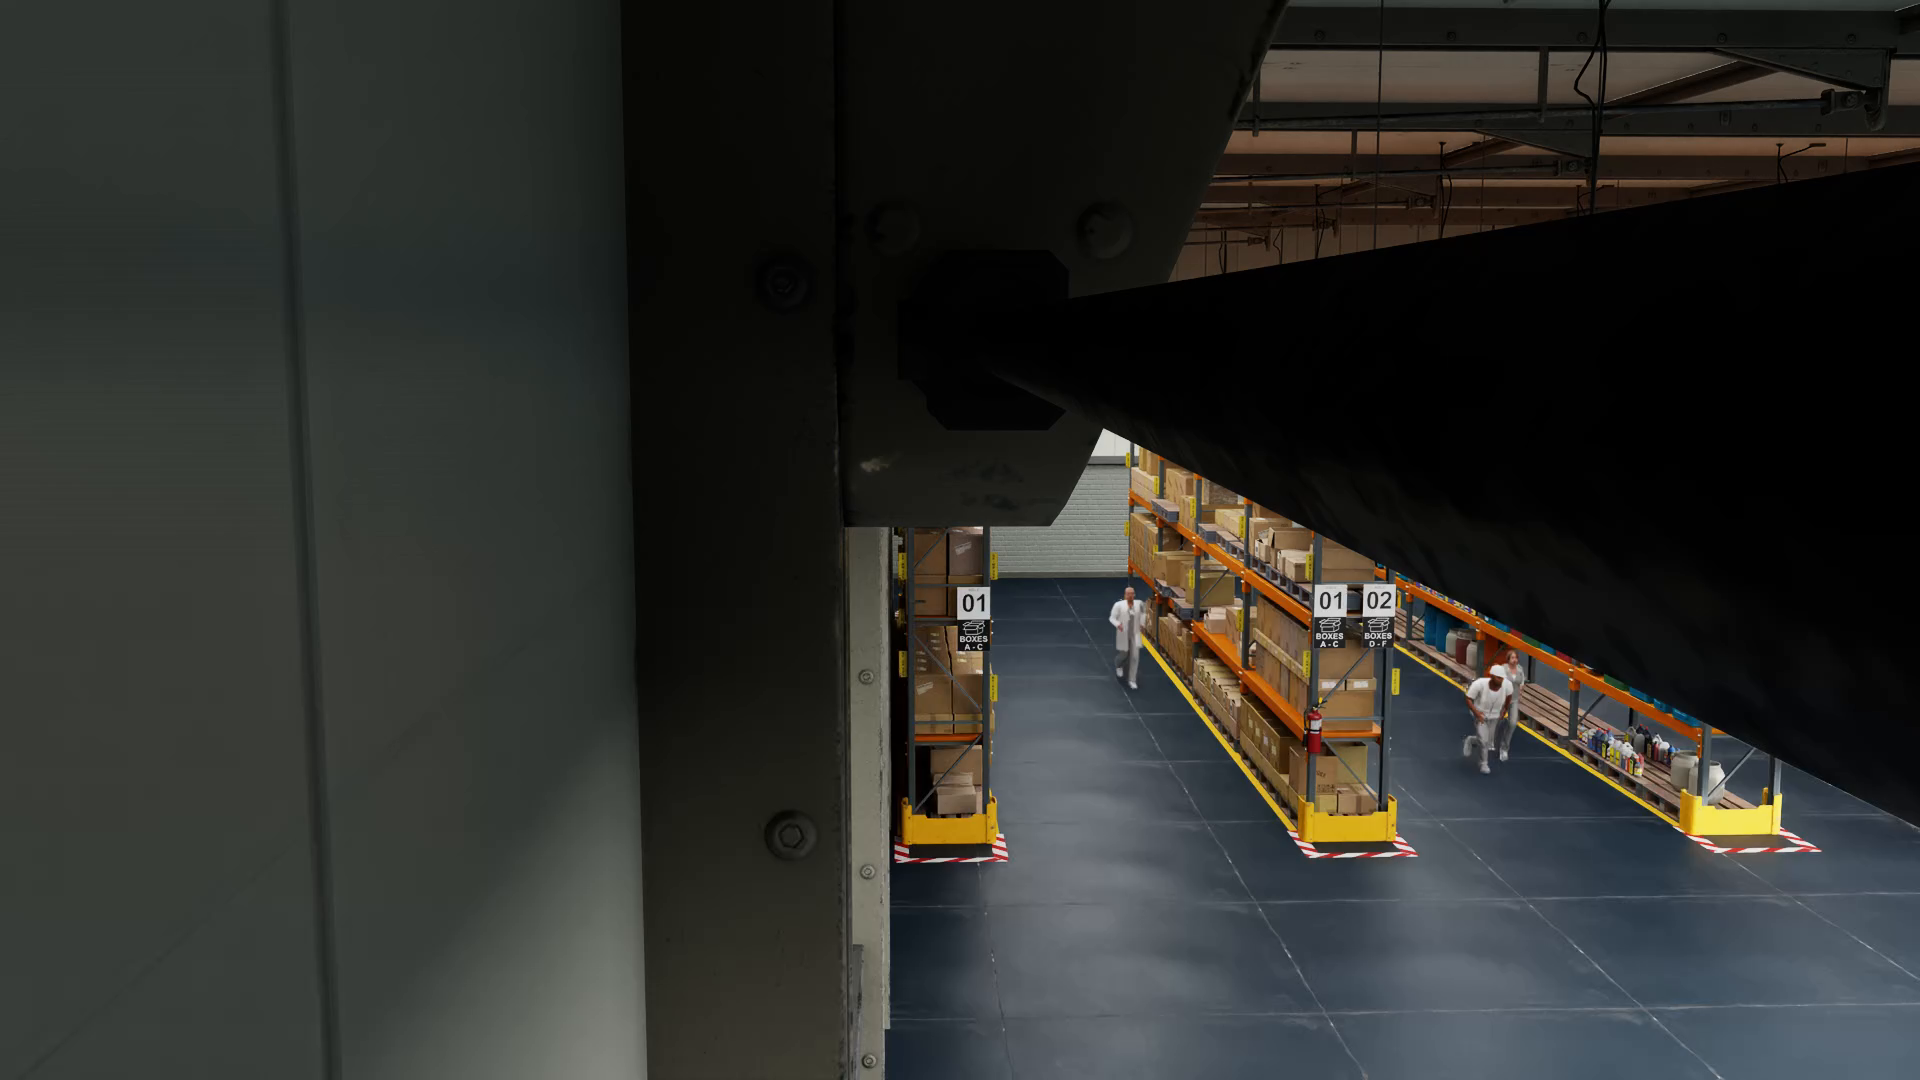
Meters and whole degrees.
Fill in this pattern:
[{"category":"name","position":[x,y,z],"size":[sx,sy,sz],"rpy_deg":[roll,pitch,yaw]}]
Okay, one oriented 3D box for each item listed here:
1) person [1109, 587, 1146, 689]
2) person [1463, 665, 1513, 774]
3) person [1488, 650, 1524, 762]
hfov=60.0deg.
[{"category":"person","position":[2.975,1.690,29.434],"size":[0.694,1.763,0.991],"rpy_deg":[-1,7,-8]},{"category":"person","position":[7.519,2.516,23.764],"size":[0.720,1.602,0.974],"rpy_deg":[-1,7,-9]},{"category":"person","position":[8.066,2.426,24.501],"size":[0.537,1.627,0.695],"rpy_deg":[0,7,4]}]
